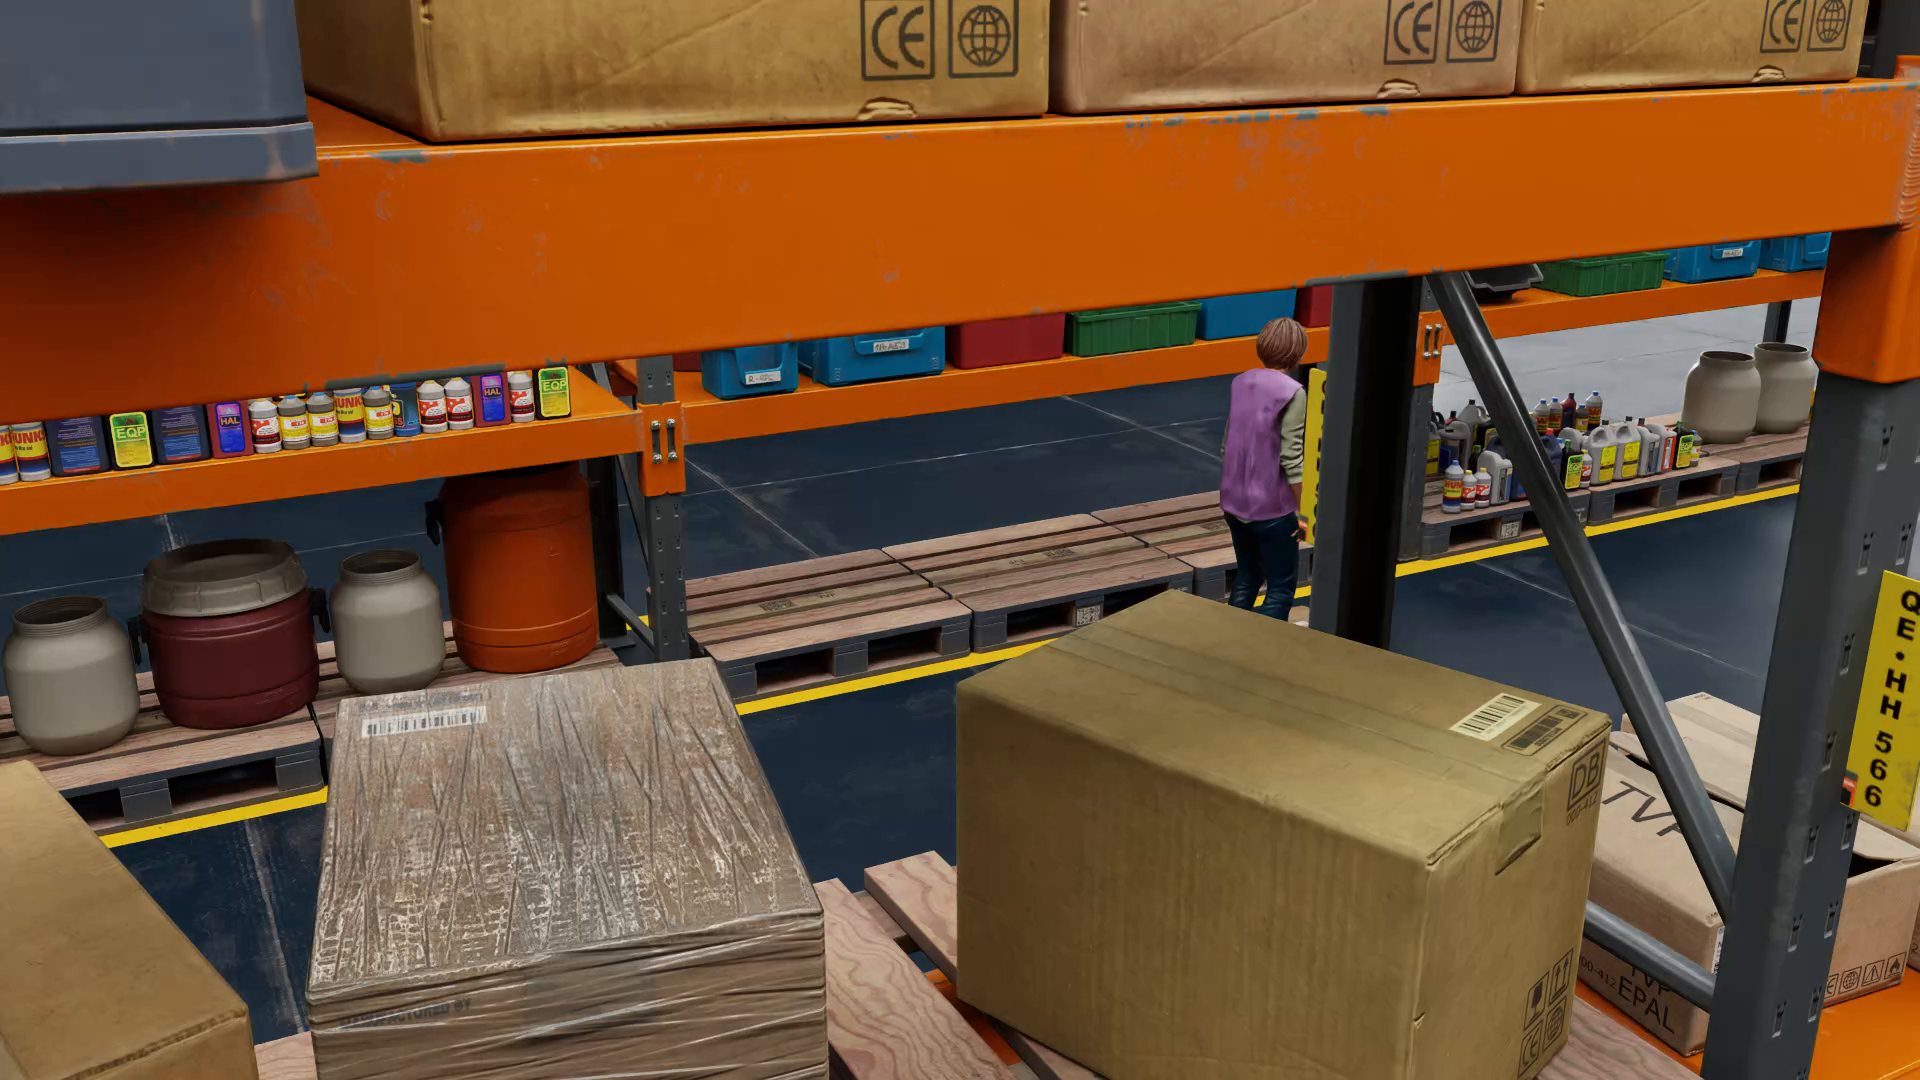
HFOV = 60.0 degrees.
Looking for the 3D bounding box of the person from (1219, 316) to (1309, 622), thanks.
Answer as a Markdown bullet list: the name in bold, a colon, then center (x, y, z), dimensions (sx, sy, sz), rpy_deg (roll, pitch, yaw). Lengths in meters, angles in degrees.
- **person**: center (1.280, -0.136, 6.978), dimensions (0.343, 1.593, 0.485), rpy_deg (-11, 22, -30)
